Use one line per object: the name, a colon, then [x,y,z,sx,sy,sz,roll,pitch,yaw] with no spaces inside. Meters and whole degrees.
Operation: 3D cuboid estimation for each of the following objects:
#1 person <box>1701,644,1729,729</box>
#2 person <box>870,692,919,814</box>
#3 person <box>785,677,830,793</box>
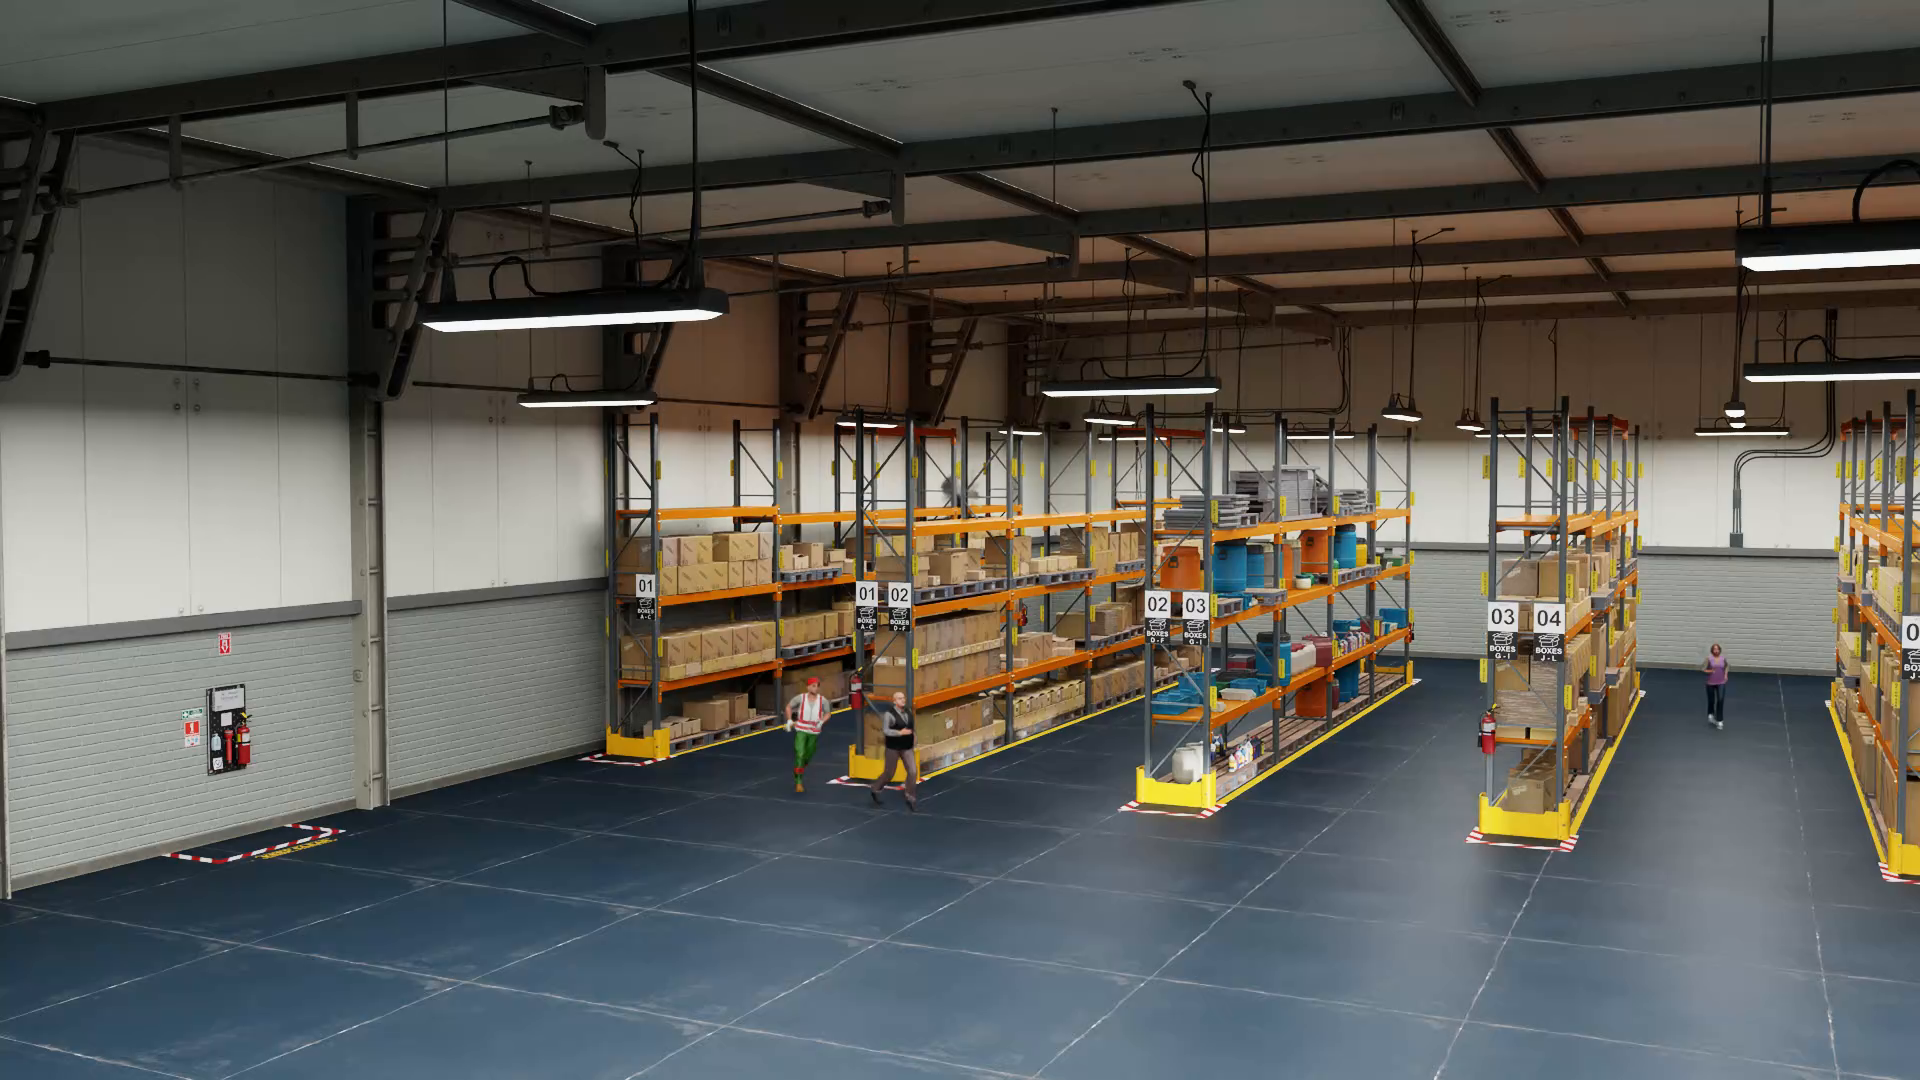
person: [14.679,2.817,32.317,0.531,1.607,0.838,1,3,17]
person: [-0.927,3.111,24.527,0.663,1.767,0.912,-2,3,-36]
person: [-2.388,3.029,26.167,0.710,1.761,0.886,-1,2,-15]
